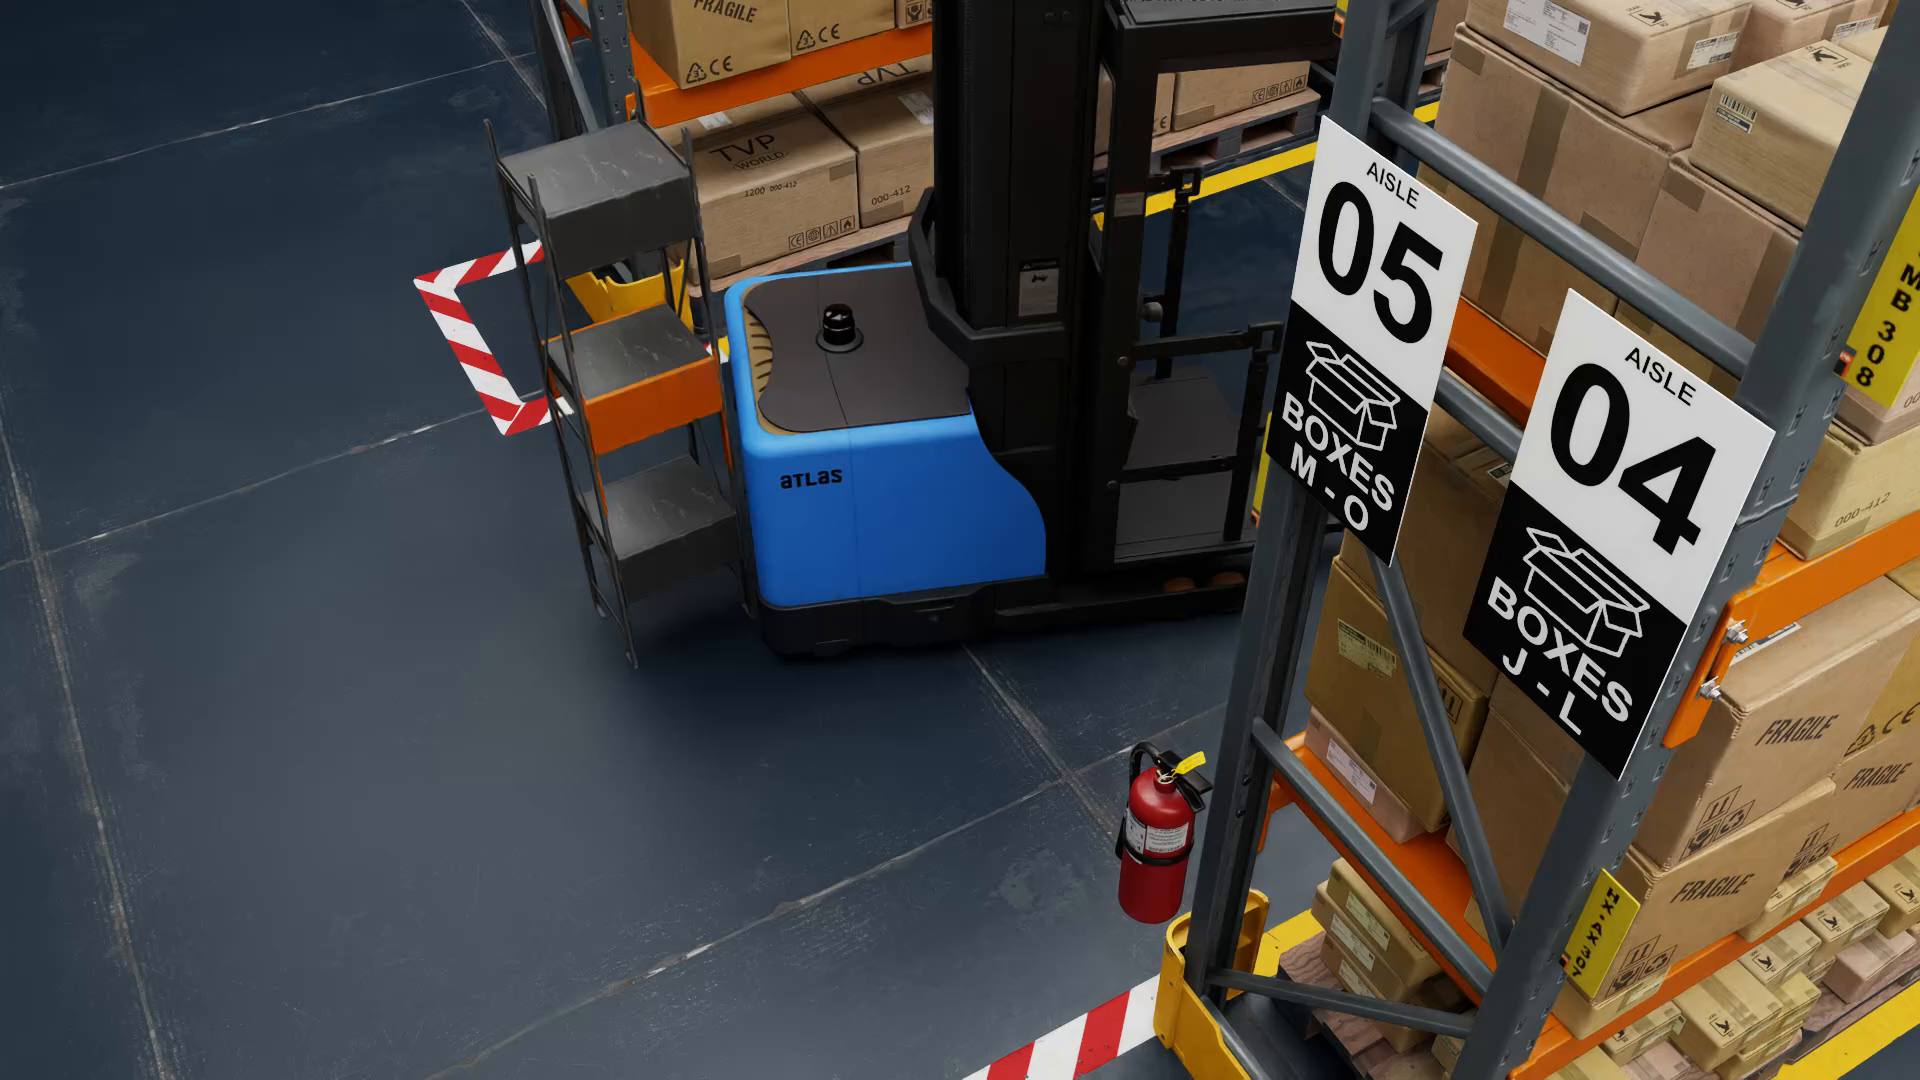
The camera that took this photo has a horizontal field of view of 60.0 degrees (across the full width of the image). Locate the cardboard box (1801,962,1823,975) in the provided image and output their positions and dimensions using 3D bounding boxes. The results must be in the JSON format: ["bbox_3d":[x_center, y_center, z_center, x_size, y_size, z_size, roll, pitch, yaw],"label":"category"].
[{"bbox_3d":[2.427,1.107,4.988,0.250,0.149,0.380,-24,49,-23],"label":"cardboard box"}]

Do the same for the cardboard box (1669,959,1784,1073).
[{"bbox_3d":[2.037,1.244,4.633,0.250,0.149,0.380,-22,48,-21],"label":"cardboard box"}]

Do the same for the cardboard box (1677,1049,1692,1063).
[{"bbox_3d":[1.964,1.394,4.906,0.250,0.149,0.380,-21,48,-21],"label":"cardboard box"}]

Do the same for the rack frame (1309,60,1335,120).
[{"bbox_3d":[1.867,-3.602,8.307,0.127,3.000,1.000,-22,48,-21],"label":"rack frame"}]

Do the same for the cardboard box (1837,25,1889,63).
[{"bbox_3d":[1.576,-0.657,2.582,0.250,0.149,0.380,-20,48,-19],"label":"cardboard box"}]

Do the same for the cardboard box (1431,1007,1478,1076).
[{"bbox_3d":[1.534,1.479,4.604,0.250,0.149,0.380,-20,48,-19],"label":"cardboard box"}]

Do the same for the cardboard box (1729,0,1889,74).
[{"bbox_3d":[1.346,-0.937,2.870,0.250,0.149,0.380,-21,48,-20],"label":"cardboard box"}]

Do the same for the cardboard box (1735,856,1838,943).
[{"bbox_3d":[1.856,0.742,4.012,0.250,0.149,0.380,-23,49,-22],"label":"cardboard box"}]

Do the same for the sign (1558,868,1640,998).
[{"bbox_3d":[1.223,0.757,3.194,0.005,0.325,0.100,-22,48,-21],"label":"sign"}]

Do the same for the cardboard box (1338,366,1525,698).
[{"bbox_3d":[1.225,-0.070,3.665,0.500,0.500,0.500,-23,49,-22],"label":"cardboard box"}]

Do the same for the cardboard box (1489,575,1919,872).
[{"bbox_3d":[1.474,0.243,3.342,0.500,0.500,0.500,-22,48,-21],"label":"cardboard box"}]

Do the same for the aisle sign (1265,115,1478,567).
[{"bbox_3d":[0.739,-0.349,3.089,0.004,0.787,0.394,-22,48,-21],"label":"aisle sign"}]

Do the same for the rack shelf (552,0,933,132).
[{"bbox_3d":[0.133,-2.650,7.843,4.000,0.370,1.077,-22,48,-21],"label":"rack shelf"}]

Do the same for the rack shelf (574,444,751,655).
[{"bbox_3d":[-1.112,0.035,6.225,0.480,0.518,0.431,-23,48,-22],"label":"rack shelf"}]

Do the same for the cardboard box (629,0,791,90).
[{"bbox_3d":[-1.042,-2.243,6.836,0.500,0.500,0.500,-22,48,-21],"label":"cardboard box"}]

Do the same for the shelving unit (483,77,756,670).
[{"bbox_3d":[-1.119,-0.485,5.736,0.503,2.100,0.431,-23,48,-22],"label":"shelving unit"}]

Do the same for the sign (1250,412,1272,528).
[{"bbox_3d":[0.693,-0.131,3.673,0.005,0.325,0.100,-22,48,-21],"label":"sign"}]

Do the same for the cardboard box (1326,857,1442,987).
[{"bbox_3d":[1.285,1.062,4.820,0.250,0.149,0.380,-21,48,-20],"label":"cardboard box"}]

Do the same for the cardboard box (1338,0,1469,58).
[{"bbox_3d":[2.364,-3.253,9.173,0.875,0.875,0.875,-20,48,-20],"label":"cardboard box"}]

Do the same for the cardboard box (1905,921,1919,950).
[{"bbox_3d":[2.900,1.079,5.230,0.250,0.149,0.380,-22,48,-21],"label":"cardboard box"}]

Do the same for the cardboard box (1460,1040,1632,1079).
[{"bbox_3d":[1.576,1.422,4.449,0.250,0.149,0.380,-24,49,-23],"label":"cardboard box"}]

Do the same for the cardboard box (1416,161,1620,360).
[{"bbox_3d":[1.215,-0.600,3.168,0.500,0.250,0.500,-23,49,-22],"label":"cardboard box"}]

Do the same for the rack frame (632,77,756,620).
[{"bbox_3d":[-0.911,-0.575,5.828,0.015,2.100,0.400,-23,48,-22],"label":"rack frame"}]

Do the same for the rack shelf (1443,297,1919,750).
[{"bbox_3d":[2.686,-0.772,3.754,4.000,0.370,1.077,-22,48,-21],"label":"rack shelf"}]

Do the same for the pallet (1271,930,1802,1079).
[{"bbox_3d":[1.740,1.454,5.100,1.213,0.211,1.003,-22,48,-21],"label":"pallet"}]

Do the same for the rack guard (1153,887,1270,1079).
[{"bbox_3d":[1.018,1.611,4.731,0.348,0.500,1.175,-22,48,-21],"label":"rack guard"}]

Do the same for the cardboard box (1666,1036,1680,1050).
[{"bbox_3d":[1.968,1.280,4.809,0.250,0.149,0.380,-21,48,-20],"label":"cardboard box"}]

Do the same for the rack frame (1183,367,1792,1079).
[{"bbox_3d":[0.952,0.740,3.833,0.127,3.000,1.000,-22,48,-21],"label":"rack frame"}]

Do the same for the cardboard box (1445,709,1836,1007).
[{"bbox_3d":[1.479,0.609,3.684,0.500,0.500,0.500,-20,47,-19],"label":"cardboard box"}]

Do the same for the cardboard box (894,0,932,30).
[{"bbox_3d":[-0.168,-2.601,7.204,0.500,0.500,0.500,-22,48,-21],"label":"cardboard box"}]

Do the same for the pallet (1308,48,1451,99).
[{"bbox_3d":[2.498,-2.914,9.601,1.213,0.211,1.003,-22,48,-21],"label":"pallet"}]

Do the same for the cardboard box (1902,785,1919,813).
[{"bbox_3d":[2.361,0.245,4.058,0.500,0.500,0.500,-21,48,-20],"label":"cardboard box"}]

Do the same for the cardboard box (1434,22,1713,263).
[{"bbox_3d":[1.225,-0.775,2.990,0.500,0.250,0.500,-23,49,-22],"label":"cardboard box"}]

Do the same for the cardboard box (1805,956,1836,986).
[{"bbox_3d":[2.414,1.225,5.079,0.250,0.149,0.380,-22,48,-21],"label":"cardboard box"}]

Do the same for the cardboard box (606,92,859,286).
[{"bbox_3d":[-1.079,-1.734,7.922,0.875,0.438,0.875,-23,49,-22],"label":"cardboard box"}]

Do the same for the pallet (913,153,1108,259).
[{"bbox_3d":[0.109,-1.958,8.616,1.213,0.211,1.003,-22,48,-21],"label":"pallet"}]

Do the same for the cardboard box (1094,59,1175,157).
[{"bbox_3d":[0.493,-2.369,8.575,0.875,0.438,0.875,-23,49,-22],"label":"cardboard box"}]

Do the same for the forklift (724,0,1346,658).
[{"bbox_3d":[0.673,-1.105,5.784,3.031,2.935,1.130,-7,45,-7],"label":"forklift"}]

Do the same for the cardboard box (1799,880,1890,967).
[{"bbox_3d":[2.456,1.018,4.866,0.250,0.149,0.380,-20,48,-19],"label":"cardboard box"}]
